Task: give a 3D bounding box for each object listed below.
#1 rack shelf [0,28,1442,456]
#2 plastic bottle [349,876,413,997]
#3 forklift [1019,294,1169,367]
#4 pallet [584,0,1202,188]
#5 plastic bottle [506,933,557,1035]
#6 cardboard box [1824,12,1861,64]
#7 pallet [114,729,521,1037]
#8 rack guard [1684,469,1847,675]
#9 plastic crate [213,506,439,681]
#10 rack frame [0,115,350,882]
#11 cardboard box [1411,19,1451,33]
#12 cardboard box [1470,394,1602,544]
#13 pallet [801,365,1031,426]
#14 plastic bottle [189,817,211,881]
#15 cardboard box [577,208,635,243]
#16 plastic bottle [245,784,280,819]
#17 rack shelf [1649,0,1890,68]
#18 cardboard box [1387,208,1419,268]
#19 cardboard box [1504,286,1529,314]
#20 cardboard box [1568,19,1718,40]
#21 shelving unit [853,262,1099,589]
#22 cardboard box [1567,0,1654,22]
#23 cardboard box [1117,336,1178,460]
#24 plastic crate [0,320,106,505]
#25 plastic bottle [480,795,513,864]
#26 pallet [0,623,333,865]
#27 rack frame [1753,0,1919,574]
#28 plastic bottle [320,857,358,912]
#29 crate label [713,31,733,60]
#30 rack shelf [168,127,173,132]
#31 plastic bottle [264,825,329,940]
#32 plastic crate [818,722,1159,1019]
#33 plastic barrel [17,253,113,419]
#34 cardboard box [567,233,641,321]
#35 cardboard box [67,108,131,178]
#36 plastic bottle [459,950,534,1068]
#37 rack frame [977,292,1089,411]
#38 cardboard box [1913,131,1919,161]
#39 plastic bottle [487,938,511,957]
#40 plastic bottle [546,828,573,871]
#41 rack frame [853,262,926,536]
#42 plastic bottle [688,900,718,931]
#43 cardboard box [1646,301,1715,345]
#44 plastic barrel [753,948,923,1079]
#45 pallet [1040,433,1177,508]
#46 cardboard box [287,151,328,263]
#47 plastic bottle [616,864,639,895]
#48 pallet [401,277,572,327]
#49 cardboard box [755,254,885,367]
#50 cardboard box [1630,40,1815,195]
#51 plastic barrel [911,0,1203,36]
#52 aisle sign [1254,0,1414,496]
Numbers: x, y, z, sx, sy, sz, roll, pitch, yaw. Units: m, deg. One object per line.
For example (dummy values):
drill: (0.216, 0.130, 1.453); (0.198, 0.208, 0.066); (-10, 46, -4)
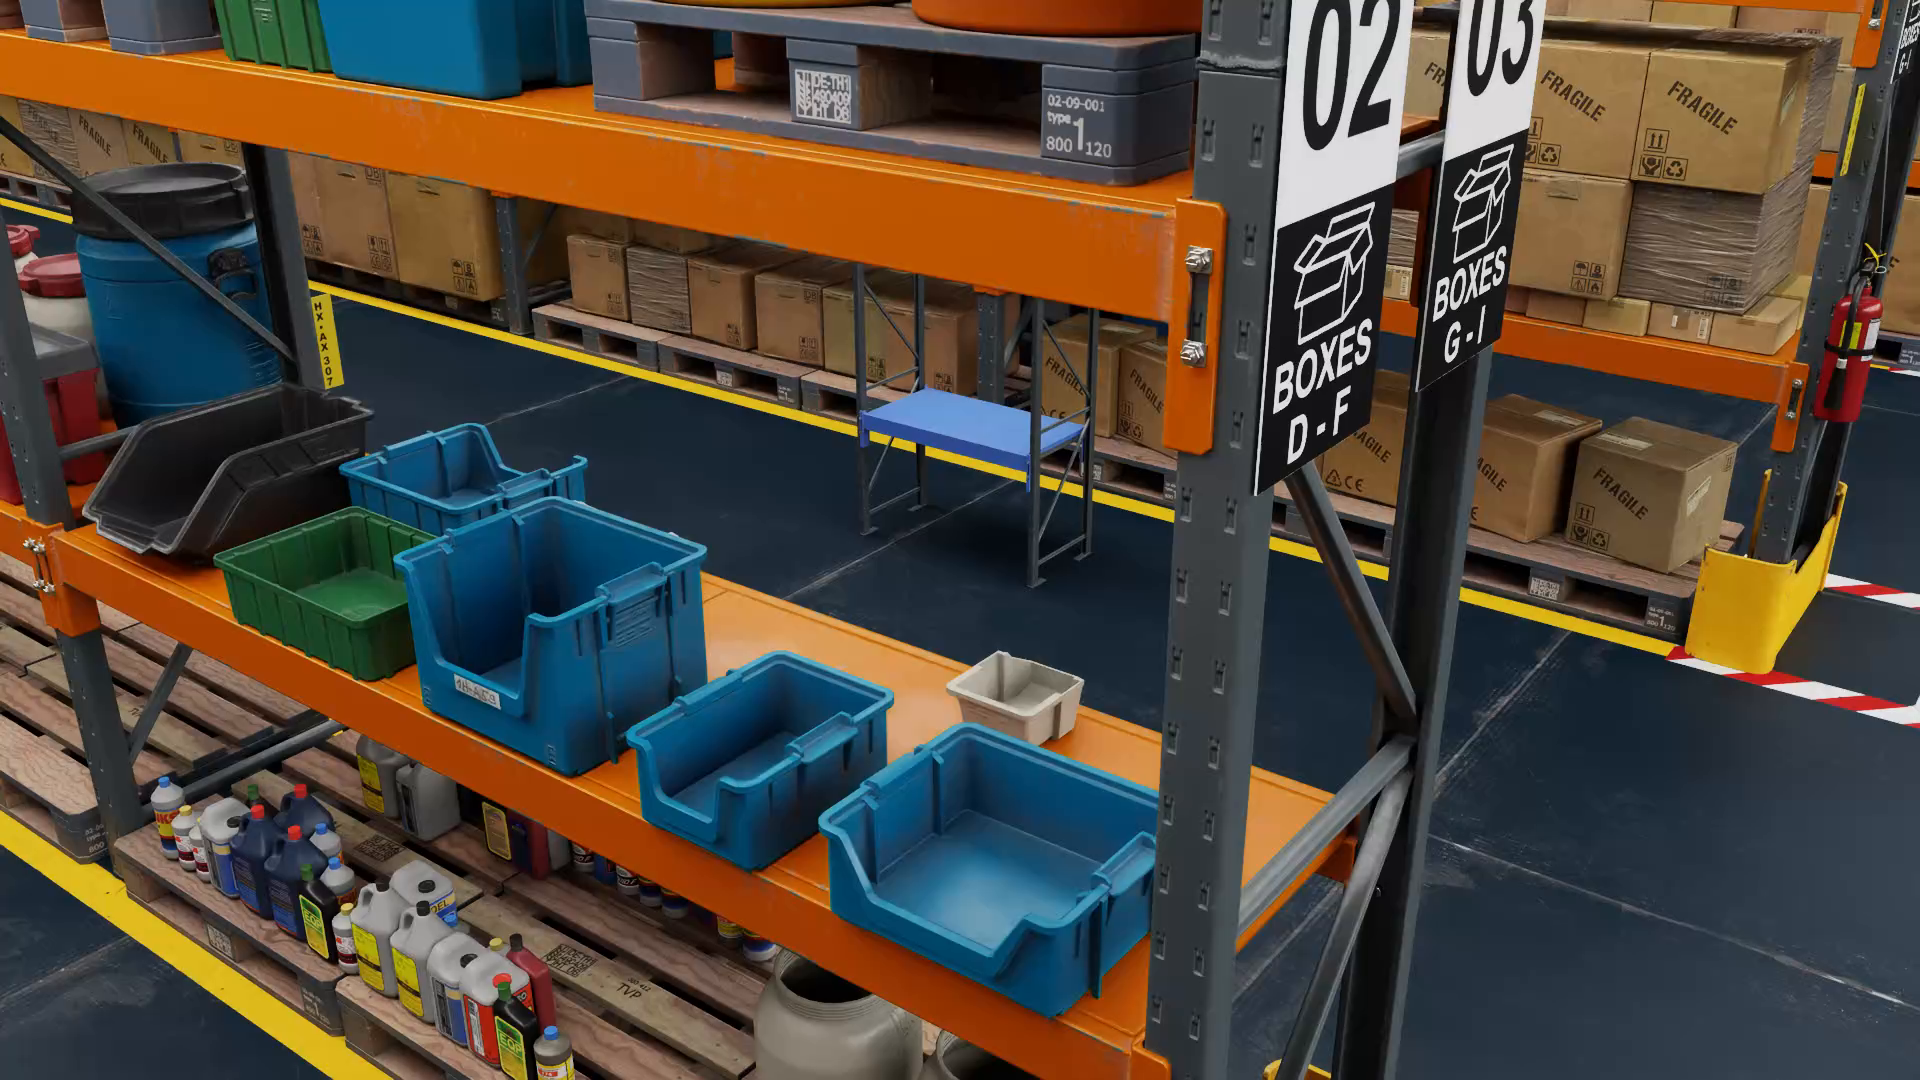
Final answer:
rack shelf: (-0.930, -0.939, 3.833); (4.000, 0.370, 1.077); (17, 29, 33)
plastic bottle: (-1.643, 1.109, 4.752); (0.185, 0.351, 0.144); (17, 29, 33)
forklift: (0.931, -2.566, 10.439); (3.031, 2.935, 1.130); (16, 29, 32)
pallet: (0.067, -0.930, 3.154); (1.213, 0.211, 1.003); (17, 29, 33)
plastic bottle: (-1.184, 1.223, 4.577); (0.133, 0.283, 0.061); (17, 29, 33)
cardboard box: (5.927, -3.354, 10.617); (0.550, 0.550, 0.875); (17, 29, 33)
pallet: (-2.018, 1.073, 5.553); (1.213, 0.211, 1.003); (17, 29, 33)
rack guard: (3.580, 0.116, 7.367); (0.348, 0.500, 1.175); (17, 29, 33)
plastic crate: (-1.614, 0.137, 4.481); (0.662, 0.188, 0.450); (17, 29, 33)
rack frame: (-2.531, -0.379, 5.390); (0.127, 3.000, 1.000); (17, 29, 33)
cardboard box: (1.855, -2.067, 7.488); (0.500, 0.500, 0.500); (17, 29, 33)
cardboard box: (2.652, -0.348, 7.899); (0.500, 0.500, 0.500); (-17, 29, -34)
pallet: (-0.184, -0.889, 10.005); (1.213, 0.211, 1.003); (17, 29, 33)
plastic bottle: (-2.376, 0.968, 5.258); (0.097, 0.201, 0.097); (0, 24, 0)
cardboard box: (-2.207, -2.193, 11.131); (0.500, 0.250, 0.500); (18, 30, 35)
plastic bottle: (-2.200, 0.916, 5.274); (0.133, 0.283, 0.061); (17, 29, 33)
rack shelf: (2.040, -2.537, 7.460); (4.000, 0.370, 1.077); (17, 29, 33)
cardboard box: (2.371, -1.551, 7.556); (0.500, 0.500, 0.875); (17, 29, 33)
cardboard box: (2.492, -1.141, 7.431); (0.250, 0.149, 0.380); (17, 29, 33)
cardboard box: (2.968, -1.993, 7.321); (0.500, 0.500, 0.500); (17, 29, 33)
shelving unit: (0.068, -0.666, 7.901); (1.048, 1.500, 0.538); (17, 29, 33)
cardboard box: (4.629, -3.745, 11.504); (0.550, 0.550, 0.875); (17, 29, 33)
cardboard box: (1.199, -0.780, 8.879); (0.500, 0.500, 0.500); (-16, 28, -31)
plastic crate: (-3.102, -0.427, 5.419); (0.583, 0.464, 0.402); (17, 29, 33)
plastic bottle: (-1.472, 0.889, 5.335); (0.133, 0.283, 0.061); (17, 29, 33)
pallet: (-3.182, 0.720, 6.355); (1.213, 0.211, 1.003); (17, 29, 33)
rack frame: (3.640, -1.010, 6.822); (0.127, 3.000, 1.000); (17, 29, 33)
plastic bottle: (-1.843, 1.066, 4.948); (0.097, 0.271, 0.097); (0, 24, 0)
crate label: (-0.630, -1.276, 3.889); (0.408, 0.251, 0.502); (17, 29, 33)
rack shelf: (-7.562, -4.066, 14.650); (4.000, 0.370, 1.077); (17, 29, 33)
plastic bottle: (-1.983, 1.007, 4.985); (0.185, 0.351, 0.144); (15, 28, 31)
plastic crate: (0.090, 0.632, 3.280); (0.616, 0.251, 0.499); (17, 29, 33)
plastic barrel: (-3.165, -0.743, 6.048); (0.433, 0.535, 0.433); (0, 24, 0)
cardboard box: (-2.213, -1.846, 11.275); (0.500, 0.500, 0.700); (15, 28, 31)
cardboard box: (-7.162, -3.535, 14.666); (0.875, 0.875, 0.875); (17, 29, 33)
plastic bottle: (-1.248, 1.261, 4.501); (0.135, 0.276, 0.152); (17, 29, 34)
rack frame: (0.440, -1.977, 9.017); (0.127, 3.000, 1.000); (17, 29, 33)
cardboard box: (6.372, -2.729, 10.538); (0.550, 0.550, 0.875); (17, 29, 33)
plastic bottle: (-1.299, 1.217, 4.693); (0.097, 0.201, 0.097); (0, 24, 0)
plastic bottle: (-1.303, 0.894, 5.333); (0.135, 0.276, 0.152); (17, 29, 34)
rack frame: (-0.338, -0.789, 8.180); (0.032, 1.500, 0.500); (17, 29, 33)
plastic bottle: (-0.764, 1.030, 5.015); (0.133, 0.283, 0.061); (17, 29, 34)
cardboard box: (3.089, -0.958, 7.015); (0.250, 0.149, 0.380); (17, 29, 33)
plastic barrel: (-0.304, 1.279, 4.192); (0.421, 0.512, 0.421); (0, 24, 0)
pallet: (0.998, -0.550, 9.236); (1.213, 0.211, 1.003); (17, 29, 33)
cardboard box: (-4.722, -2.767, 12.925); (0.875, 0.875, 1.225); (16, 28, 32)
plastic bottle: (-1.028, 0.997, 5.191); (0.097, 0.201, 0.097); (0, 24, 0)
pallet: (-3.347, -1.883, 12.262); (1.213, 0.211, 1.003); (17, 29, 33)
cardboard box: (-0.857, -1.446, 10.367); (0.500, 0.500, 0.700); (14, 27, 29)
cardboard box: (3.052, -1.702, 6.661); (0.500, 0.500, 0.500); (17, 29, 33)
plastic barrel: (0.205, -1.250, 2.592); (0.708, 0.830, 0.600); (17, 29, 33)
aisle sign: (0.549, -0.488, 2.414); (0.004, 0.787, 0.394); (17, 29, 33)
